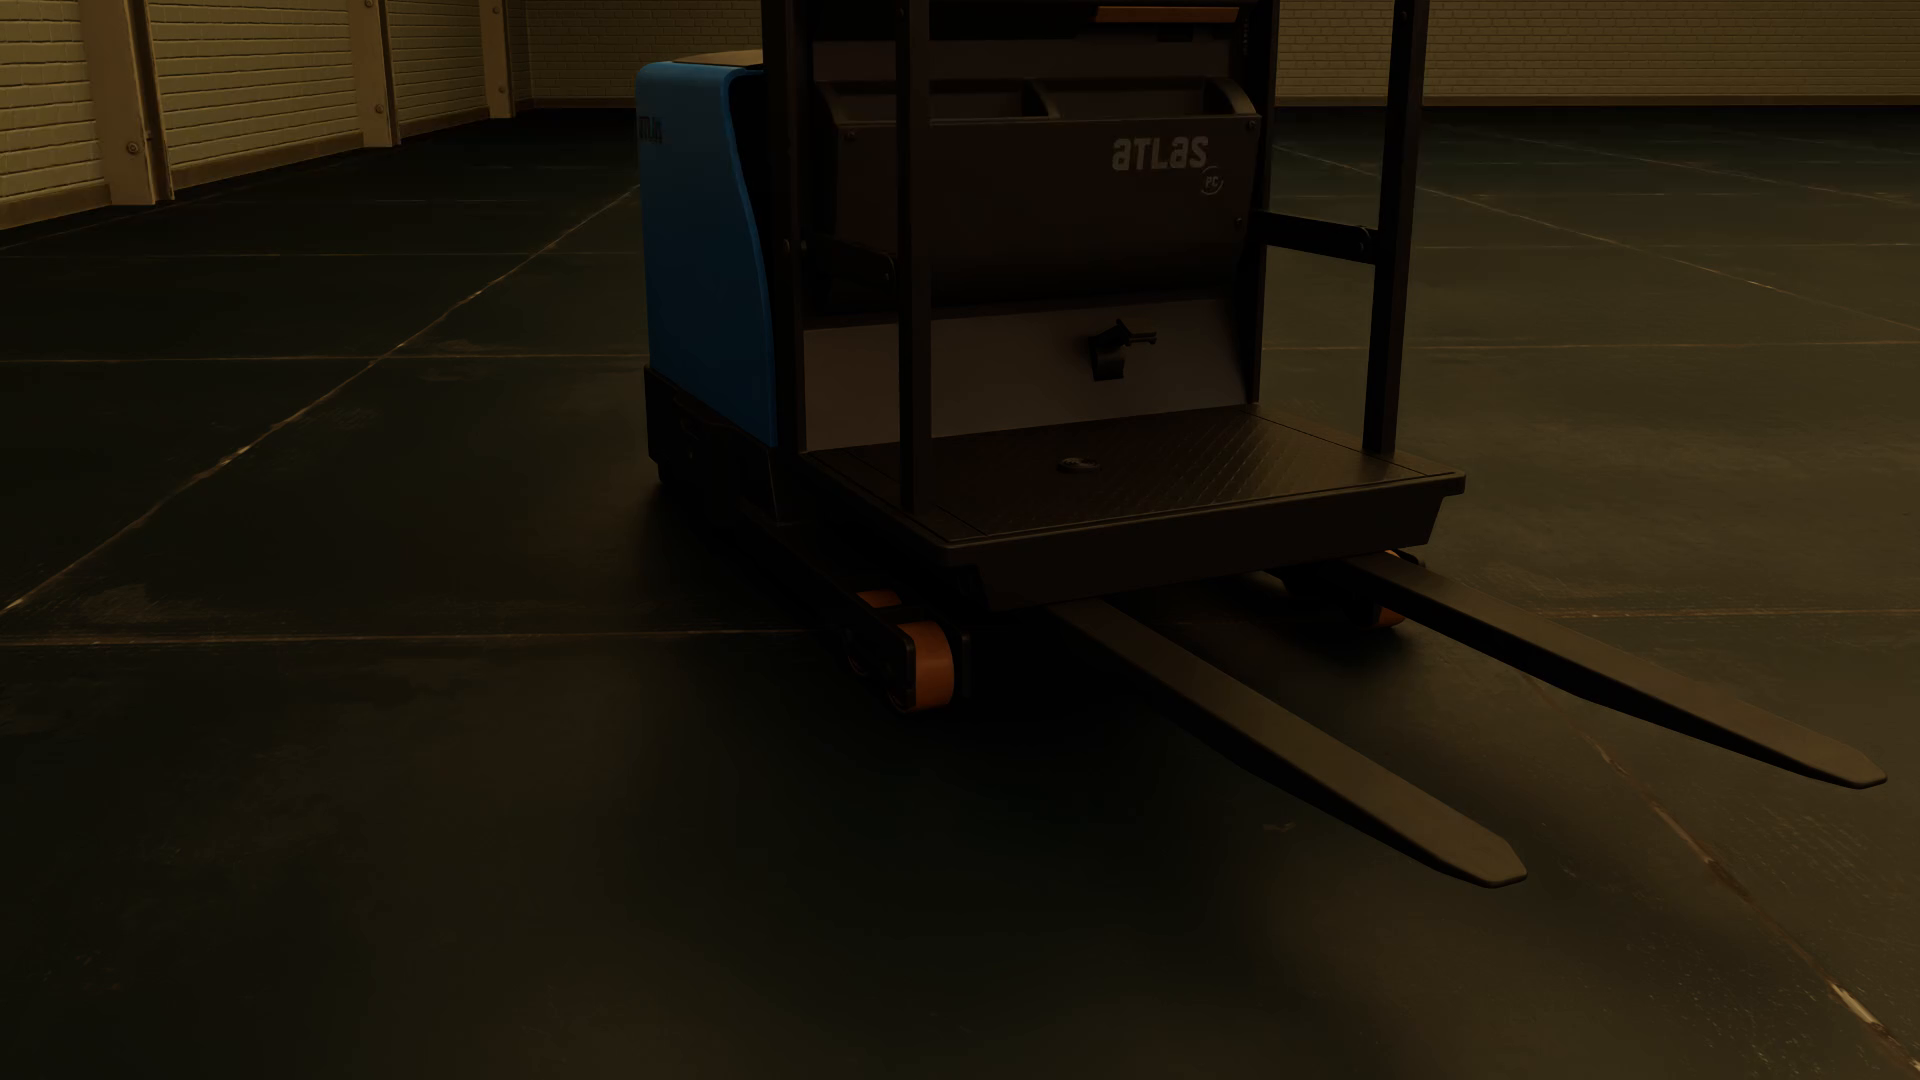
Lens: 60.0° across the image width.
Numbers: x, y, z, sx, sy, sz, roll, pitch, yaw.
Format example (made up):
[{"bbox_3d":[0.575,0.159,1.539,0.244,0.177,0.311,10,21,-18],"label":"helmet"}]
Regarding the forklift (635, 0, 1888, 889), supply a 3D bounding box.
[{"bbox_3d":[0.258,-1.240,2.962,1.130,2.935,3.031,-8,19,-24],"label":"forklift"}]
